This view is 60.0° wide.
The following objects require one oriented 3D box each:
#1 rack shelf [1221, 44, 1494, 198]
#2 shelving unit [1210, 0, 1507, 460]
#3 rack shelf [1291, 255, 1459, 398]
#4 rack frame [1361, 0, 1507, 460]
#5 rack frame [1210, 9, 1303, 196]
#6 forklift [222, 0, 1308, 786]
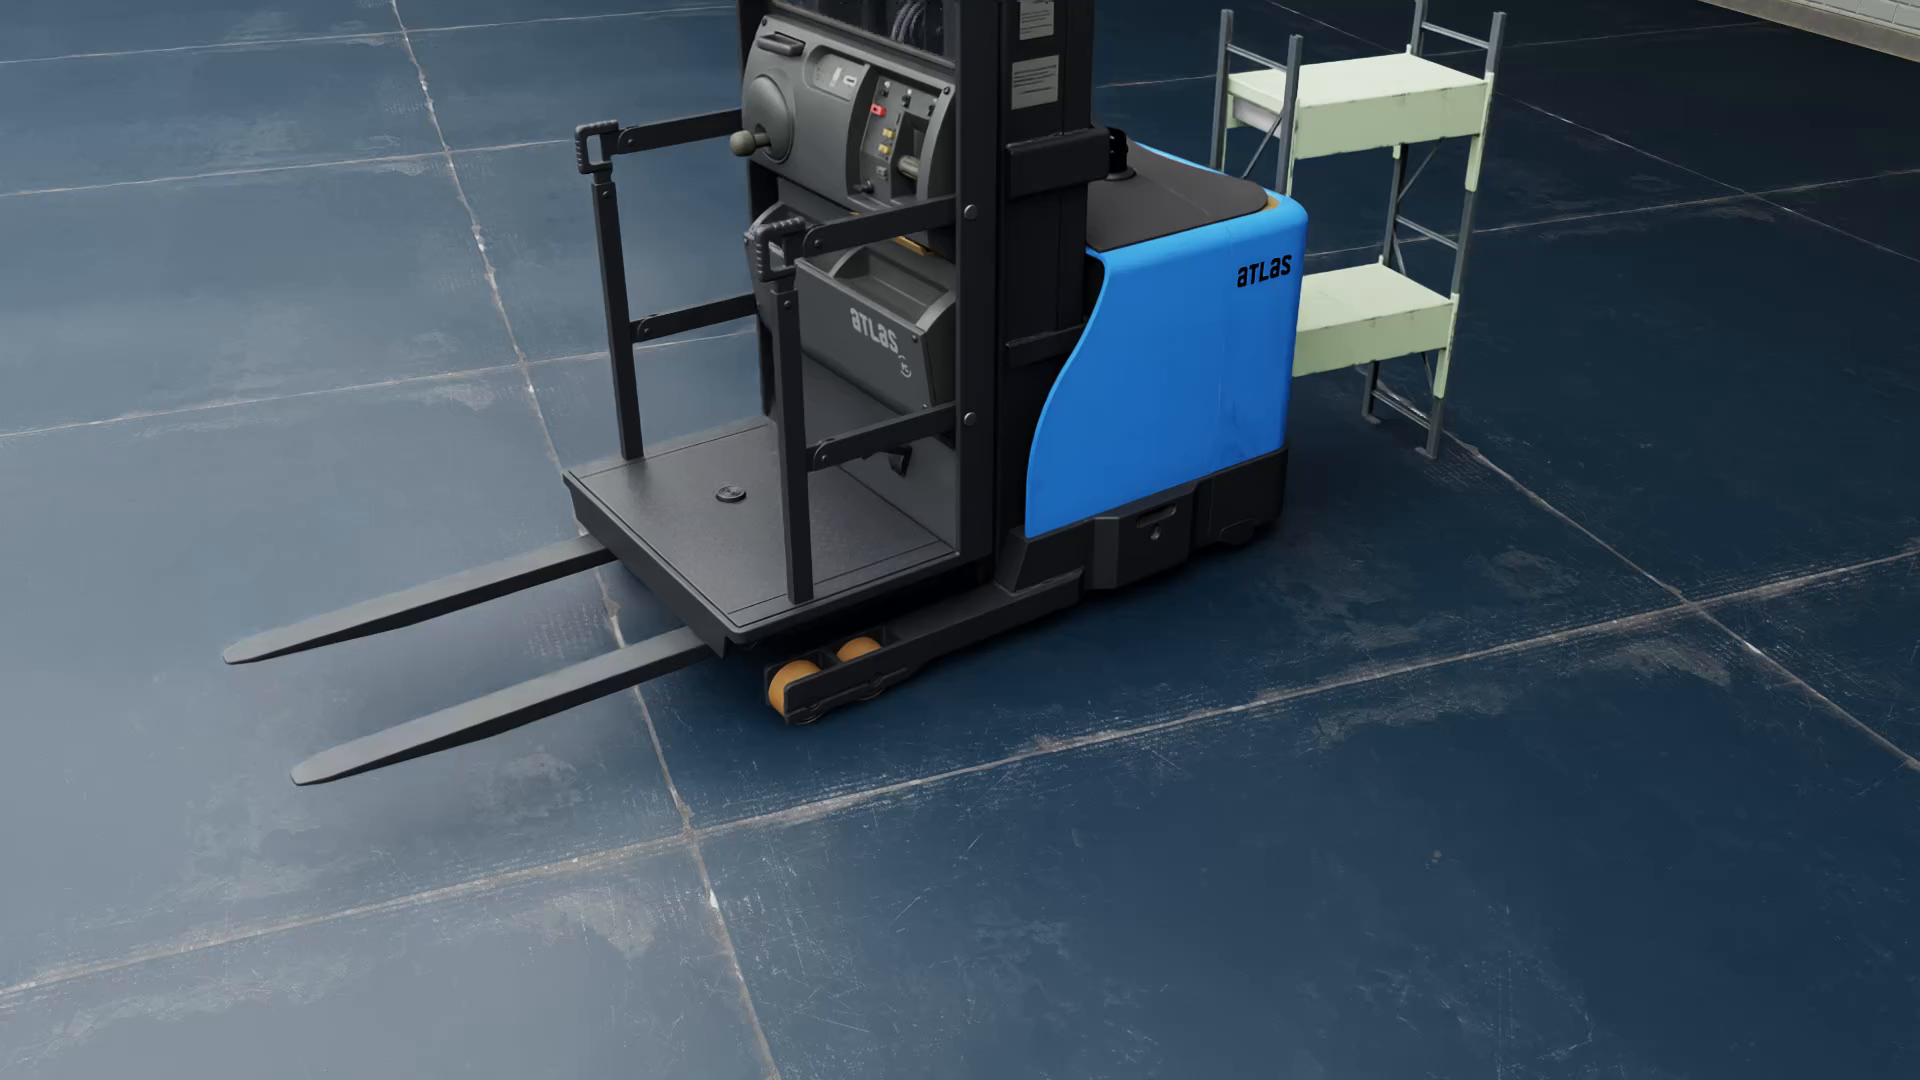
[{"bbox_3d":[1.219,-1.283,5.199,0.720,0.370,0.431,-13,32,-21],"label":"rack shelf"},{"bbox_3d":[1.219,-0.944,5.392,0.755,1.500,0.431,-13,32,-21],"label":"shelving unit"},{"bbox_3d":[1.219,-0.661,5.553,0.720,0.370,0.431,-13,32,-21],"label":"rack shelf"},{"bbox_3d":[1.553,-1.019,5.523,0.023,1.500,0.400,-13,32,-21],"label":"rack frame"},{"bbox_3d":[0.886,-0.870,5.261,0.023,1.500,0.400,-13,32,-21],"label":"rack frame"},{"bbox_3d":[-0.476,-1.084,4.192,3.031,2.935,1.130,-19,35,-30],"label":"forklift"}]
